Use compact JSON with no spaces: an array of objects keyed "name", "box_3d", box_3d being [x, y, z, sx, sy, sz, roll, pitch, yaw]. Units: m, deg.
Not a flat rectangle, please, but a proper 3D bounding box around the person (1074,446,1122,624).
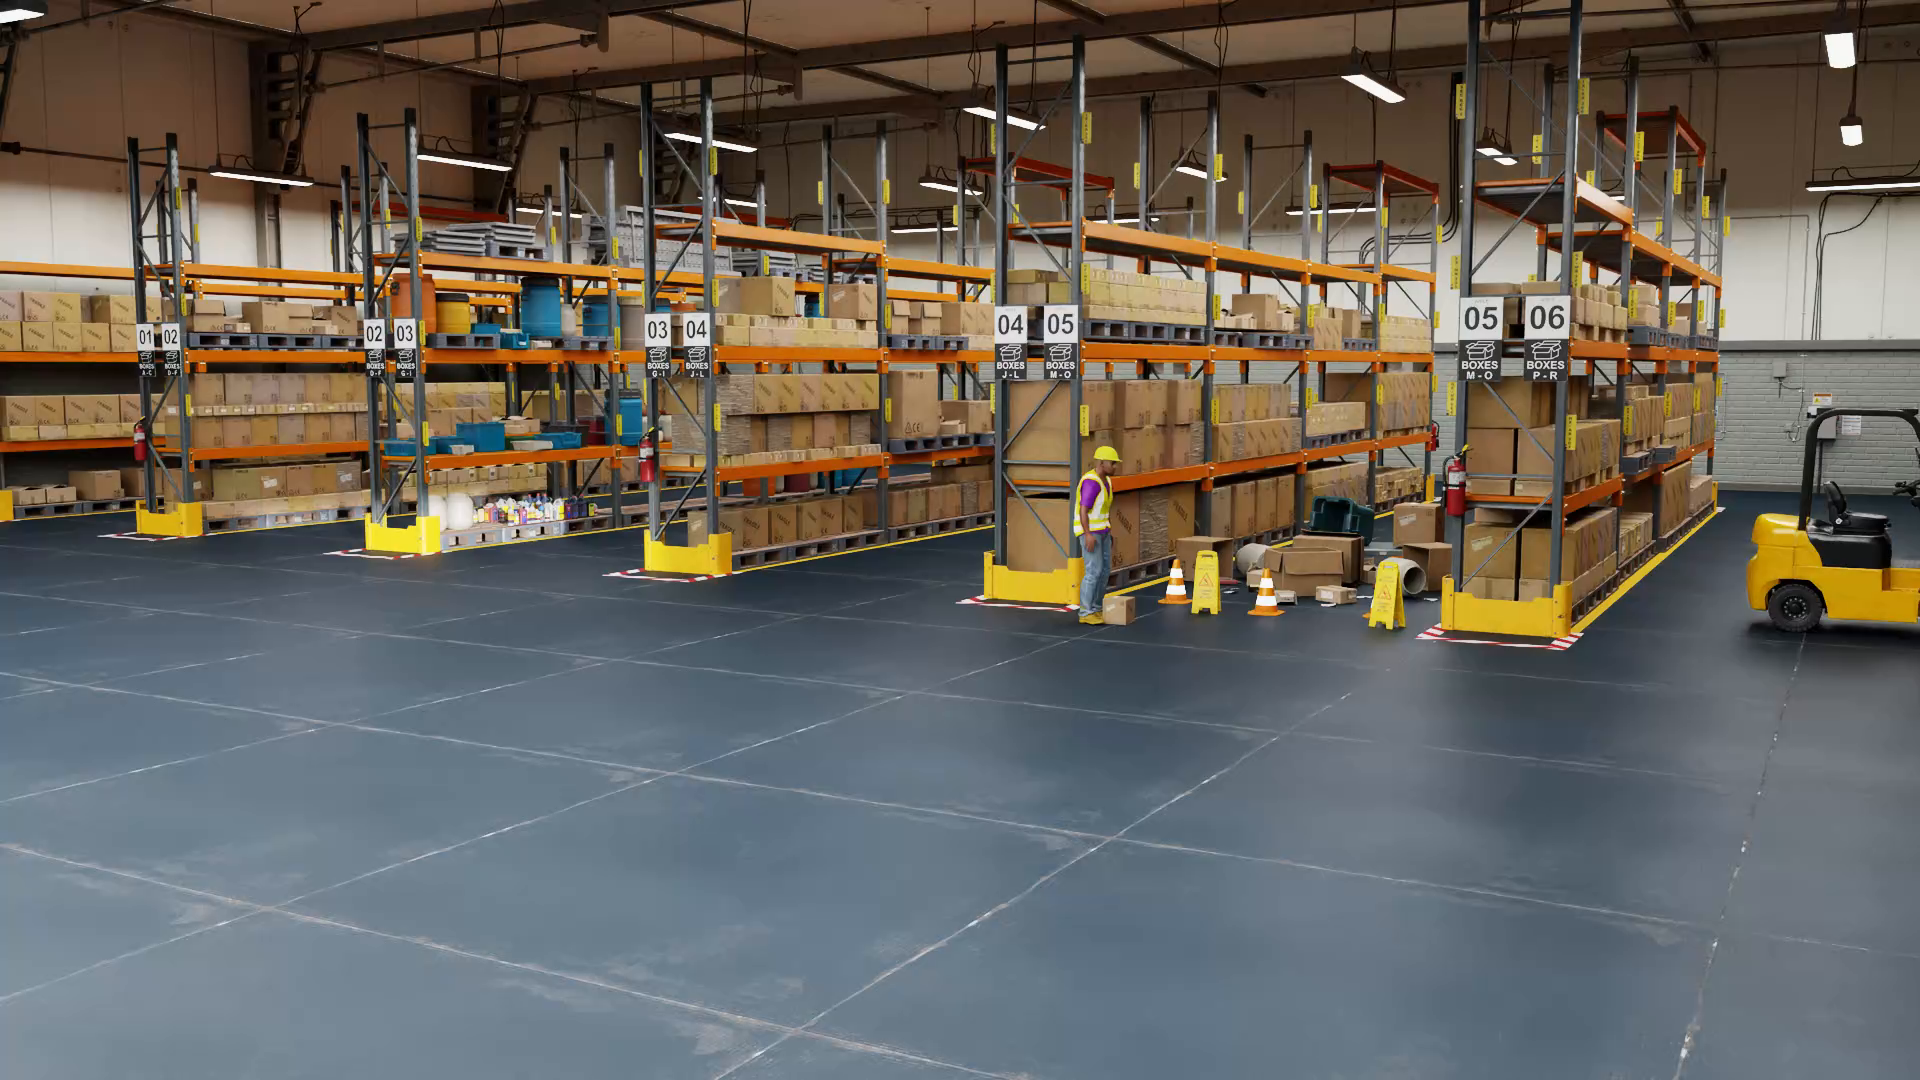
[{"name":"person","box_3d":[1.386,-0.059,16.620,0.462,1.760,0.635,3,7,27]}]
